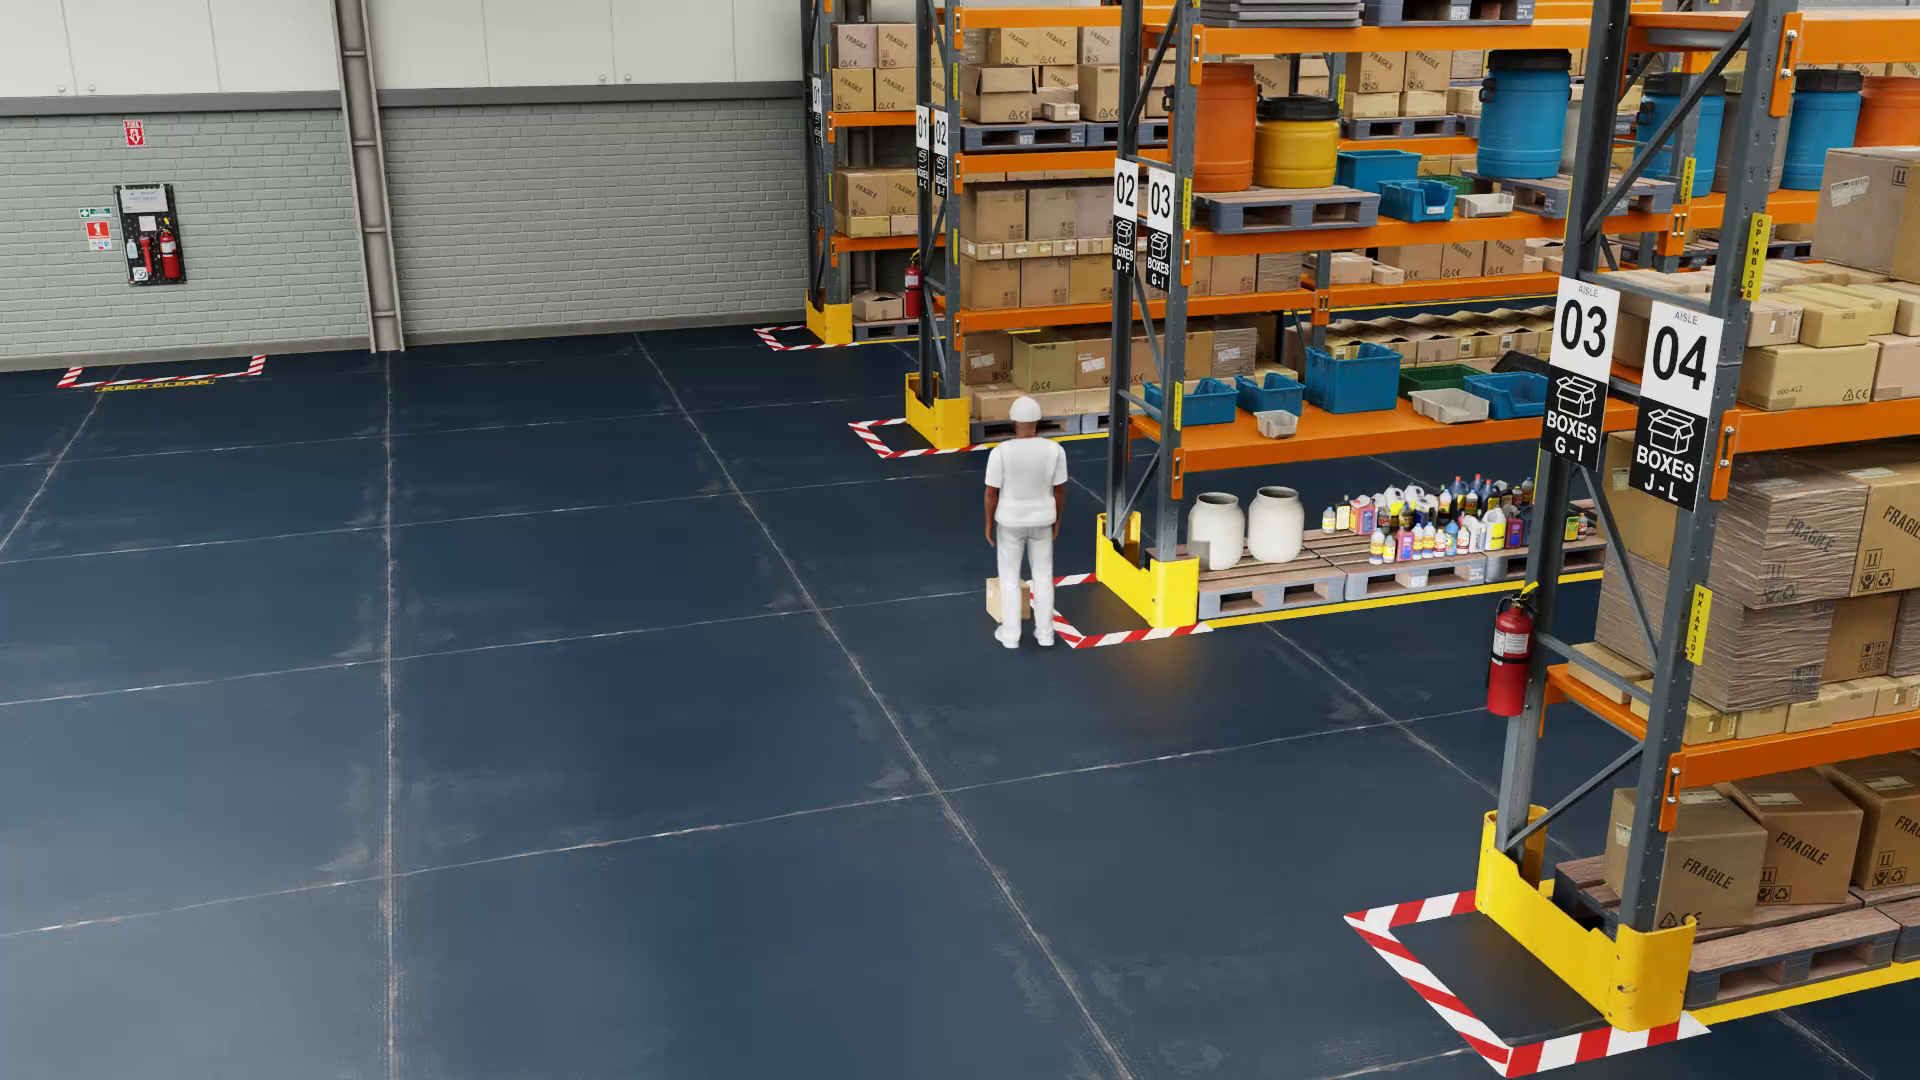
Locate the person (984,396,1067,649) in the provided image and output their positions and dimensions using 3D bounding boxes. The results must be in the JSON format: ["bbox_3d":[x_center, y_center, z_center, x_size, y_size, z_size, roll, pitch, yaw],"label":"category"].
[{"bbox_3d":[0.438,-0.123,11.391,0.563,1.761,0.353,-3,19,-9],"label":"person"}]
